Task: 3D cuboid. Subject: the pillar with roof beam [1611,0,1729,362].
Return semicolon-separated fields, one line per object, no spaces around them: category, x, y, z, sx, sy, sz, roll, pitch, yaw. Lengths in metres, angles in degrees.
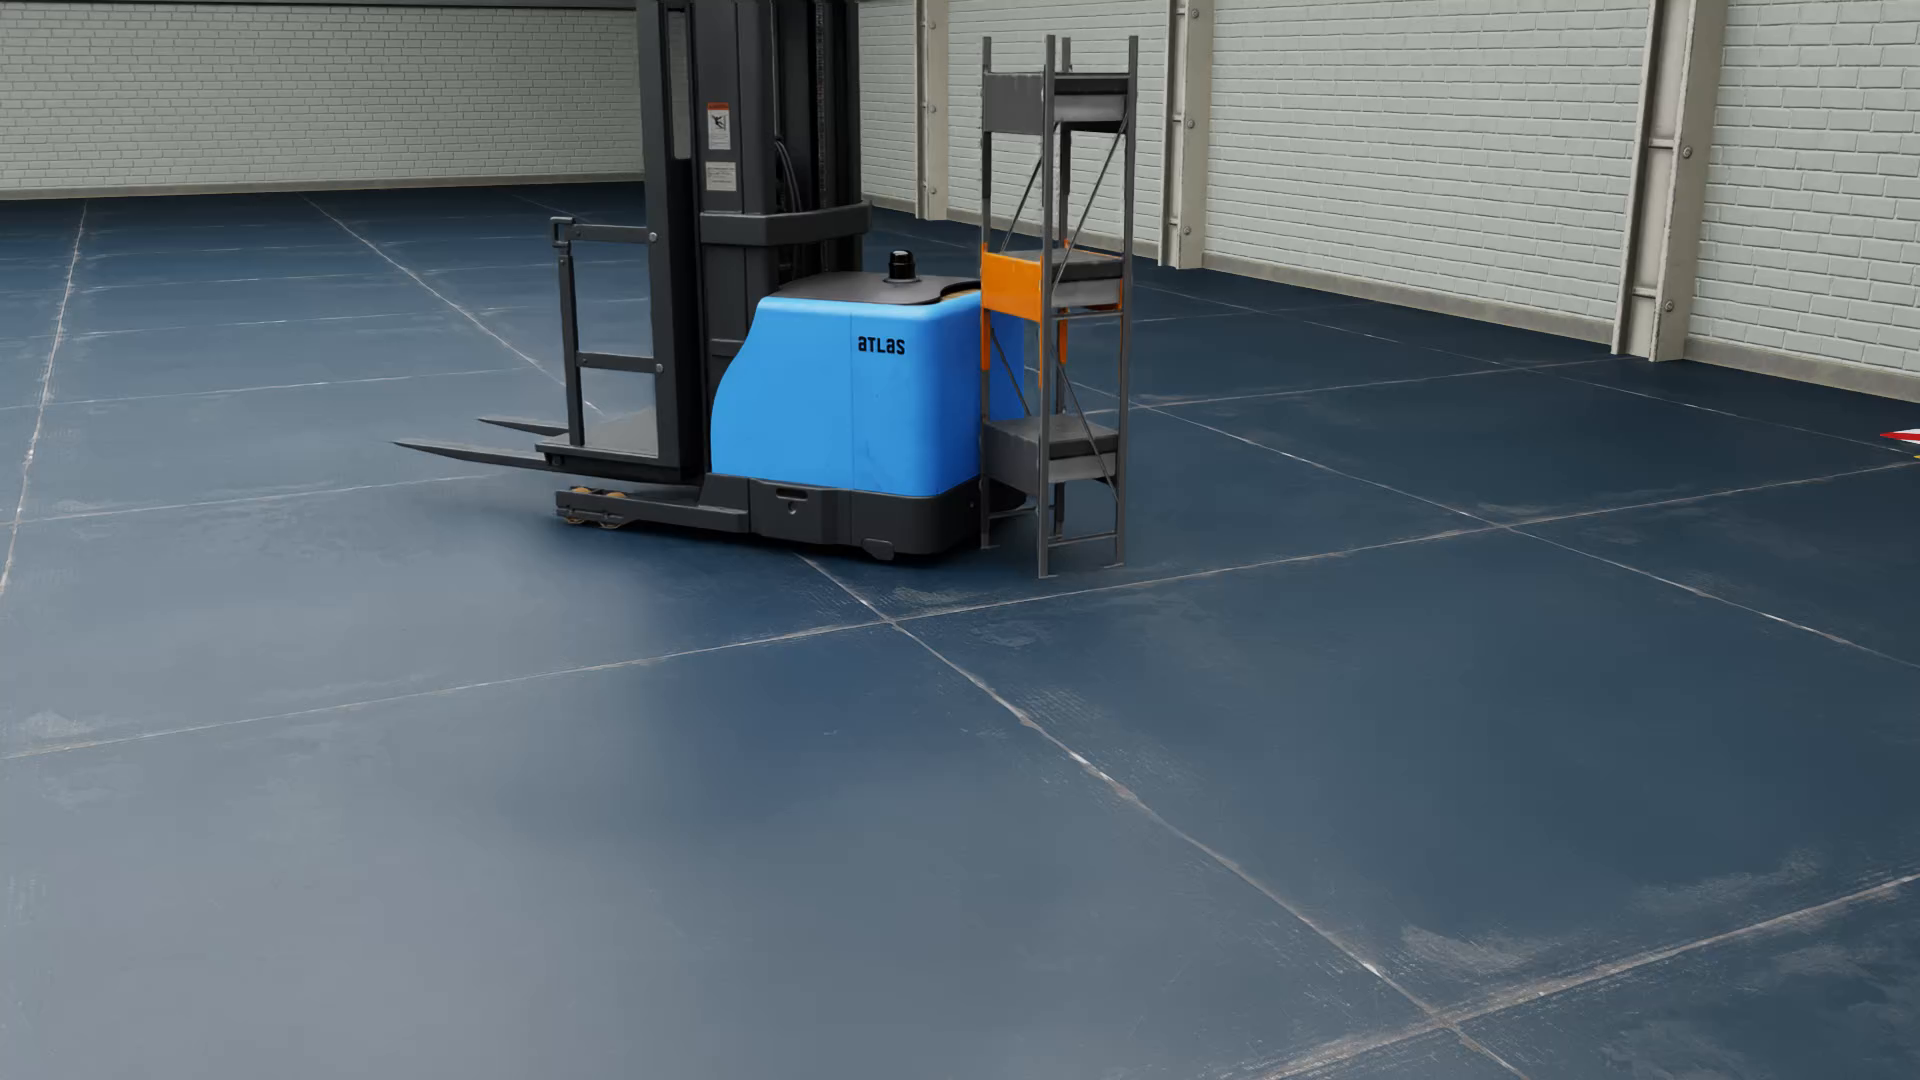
pillar with roof beam;1.016;-5.114;8.758;9.100;9.000;0.400;-8;18;-25

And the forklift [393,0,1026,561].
forklift;-1.256;-1.578;7.435;3.031;2.935;1.130;7;18;24

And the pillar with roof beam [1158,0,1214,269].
pillar with roof beam;-1.613;-6.602;13.942;9.100;9.000;0.400;-8;18;-25

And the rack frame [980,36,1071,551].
rack frame;0.266;-0.991;6.898;0.400;2.100;0.015;-8;18;-27

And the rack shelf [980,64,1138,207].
rack shelf;0.380;-1.592;6.502;0.431;0.518;0.480;-8;18;-27

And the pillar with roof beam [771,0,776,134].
pillar with roof beam;-6.870;-9.577;24.311;9.100;9.000;0.400;-8;18;-25

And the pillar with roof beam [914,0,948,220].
pillar with roof beam;-4.241;-8.090;19.127;9.100;9.000;0.400;-8;18;-25

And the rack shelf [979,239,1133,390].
rack shelf;0.380;-0.919;6.695;0.431;0.518;0.480;-8;18;-27

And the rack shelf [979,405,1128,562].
rack shelf;0.380;-0.246;6.888;0.431;0.518;0.480;-8;18;-27

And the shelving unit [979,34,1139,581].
shelving unit;0.380;-0.932;6.691;0.431;2.100;0.503;-8;18;-27

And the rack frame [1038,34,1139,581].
rack frame;0.494;-0.872;6.484;0.400;2.100;0.015;-8;18;-27
